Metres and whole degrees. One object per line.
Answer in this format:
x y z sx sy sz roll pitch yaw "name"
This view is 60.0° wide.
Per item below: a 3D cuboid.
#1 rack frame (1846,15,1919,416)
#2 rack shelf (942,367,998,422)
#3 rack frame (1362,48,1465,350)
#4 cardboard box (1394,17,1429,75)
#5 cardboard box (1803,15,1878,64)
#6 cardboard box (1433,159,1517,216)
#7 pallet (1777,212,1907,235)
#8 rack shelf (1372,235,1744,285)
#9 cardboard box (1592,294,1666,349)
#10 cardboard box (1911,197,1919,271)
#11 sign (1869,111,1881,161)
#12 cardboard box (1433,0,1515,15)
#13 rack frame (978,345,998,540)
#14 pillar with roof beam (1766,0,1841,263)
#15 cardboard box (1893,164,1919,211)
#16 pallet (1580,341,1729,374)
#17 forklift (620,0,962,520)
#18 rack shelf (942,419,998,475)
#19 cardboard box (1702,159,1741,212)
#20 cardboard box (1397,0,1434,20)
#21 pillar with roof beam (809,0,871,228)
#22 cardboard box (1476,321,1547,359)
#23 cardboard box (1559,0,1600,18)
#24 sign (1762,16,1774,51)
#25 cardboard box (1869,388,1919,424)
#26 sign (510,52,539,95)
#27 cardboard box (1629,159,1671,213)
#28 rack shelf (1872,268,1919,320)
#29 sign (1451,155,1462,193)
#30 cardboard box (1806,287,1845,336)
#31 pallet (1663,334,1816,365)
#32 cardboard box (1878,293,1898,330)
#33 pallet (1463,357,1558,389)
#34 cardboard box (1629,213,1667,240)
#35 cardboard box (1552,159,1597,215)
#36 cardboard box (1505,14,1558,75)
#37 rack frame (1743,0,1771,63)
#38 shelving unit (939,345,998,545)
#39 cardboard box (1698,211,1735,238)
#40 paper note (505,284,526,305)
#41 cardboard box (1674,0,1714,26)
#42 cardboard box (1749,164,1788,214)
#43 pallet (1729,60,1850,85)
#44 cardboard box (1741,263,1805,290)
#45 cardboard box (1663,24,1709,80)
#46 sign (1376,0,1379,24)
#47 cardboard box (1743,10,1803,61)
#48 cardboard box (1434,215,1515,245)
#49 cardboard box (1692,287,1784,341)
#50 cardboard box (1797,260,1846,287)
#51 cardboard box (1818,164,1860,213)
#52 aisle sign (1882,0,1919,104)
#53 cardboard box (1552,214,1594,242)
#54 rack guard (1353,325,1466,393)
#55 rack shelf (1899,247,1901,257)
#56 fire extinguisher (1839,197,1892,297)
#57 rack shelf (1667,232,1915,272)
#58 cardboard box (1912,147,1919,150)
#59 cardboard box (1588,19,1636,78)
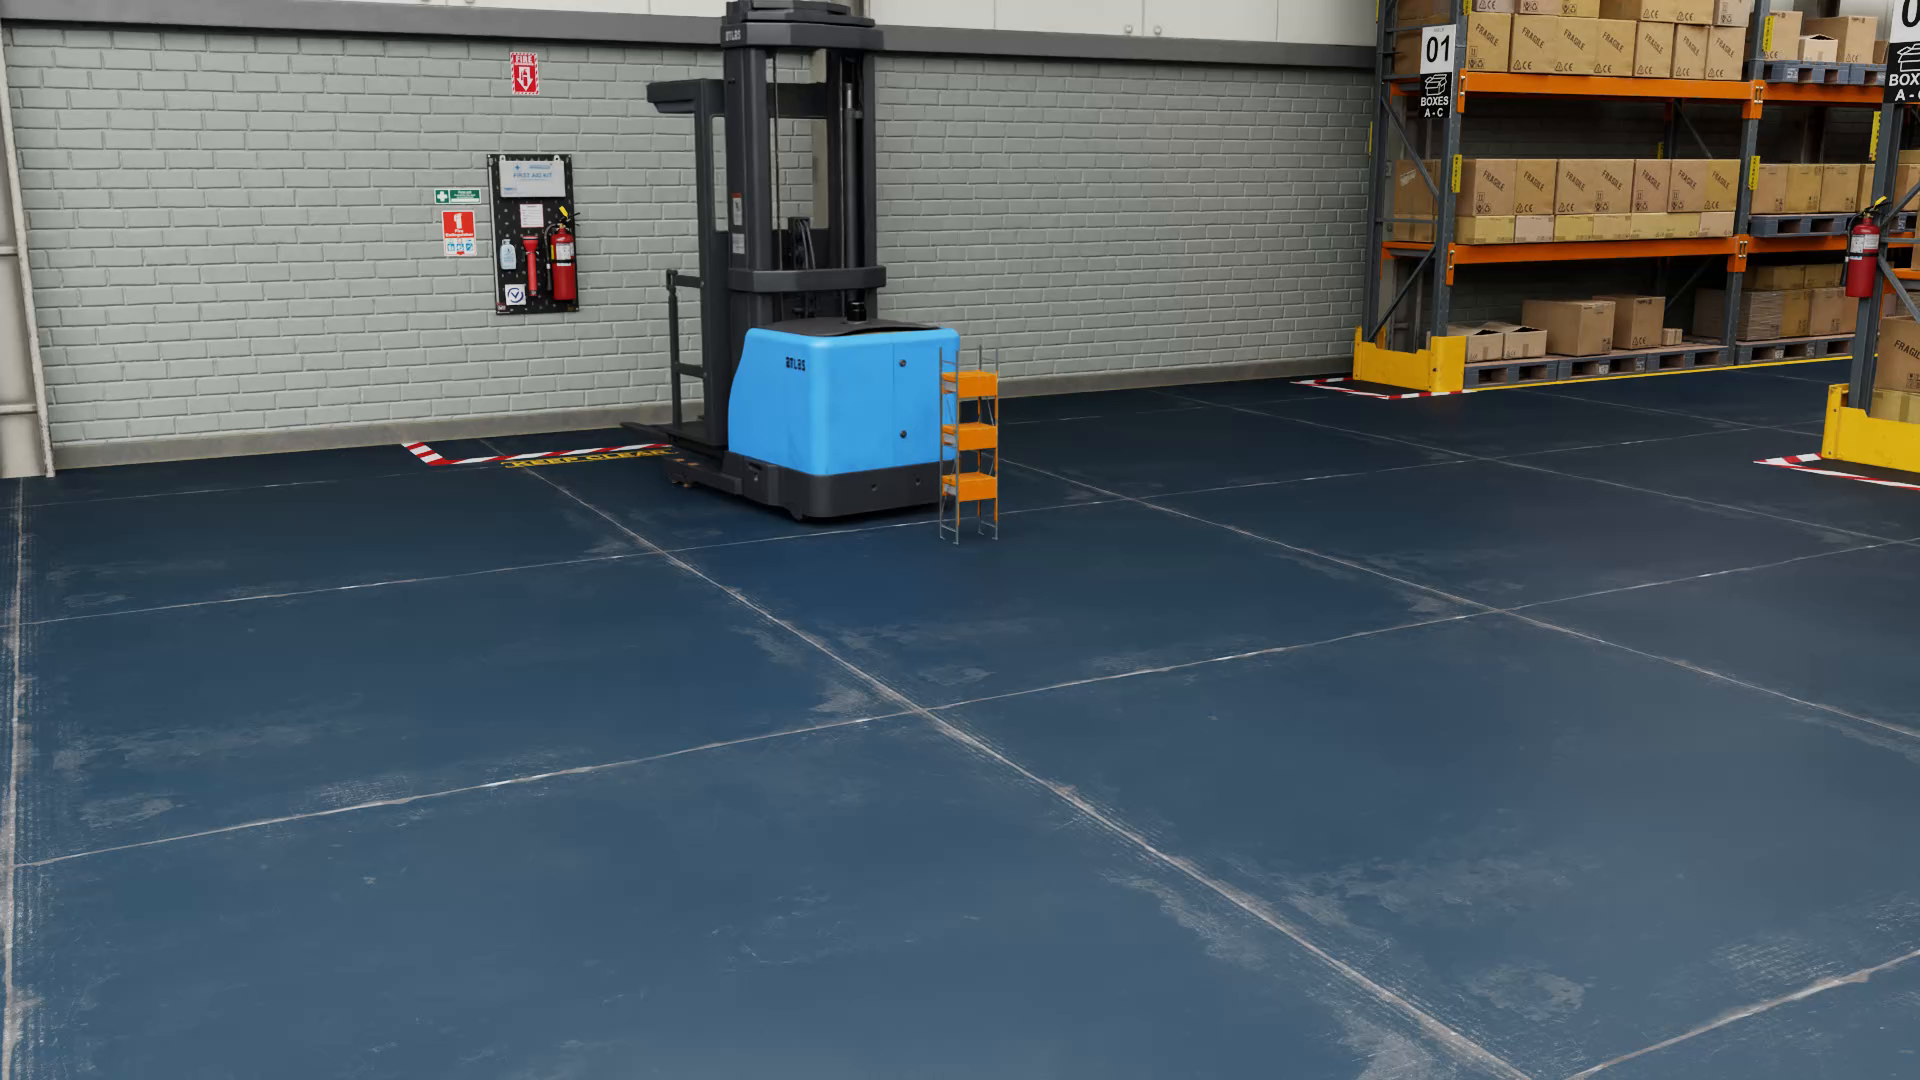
6.494 -1.960 10.986 0.127 3.000 1.000 -7 14 -28 "rack frame"
0.047 -0.784 8.959 0.240 0.259 0.215 -7 14 -28 "rack shelf"
4.117 -2.914 15.226 0.127 3.000 1.000 -7 14 -28 "rack frame"
4.362 -4.529 15.295 0.500 0.500 0.500 -6 14 -24 "cardboard box"
9.228 -5.224 17.473 0.500 0.500 0.500 -7 15 -30 "cardboard box"
4.680 -3.209 15.124 0.500 0.500 0.500 -7 14 -28 "cardboard box"
9.421 -3.446 18.026 1.213 0.211 1.003 -7 14 -28 "pallet"
5.872 -2.774 16.240 4.000 0.370 1.077 -7 14 -28 "rack shelf"
6.736 -2.213 16.802 0.500 0.500 0.500 -8 15 -32 "cardboard box"
6.910 -2.055 11.182 0.500 0.500 0.700 -7 14 -28 "cardboard box"
6.246 -2.746 11.304 0.005 0.325 0.100 -7 14 -28 "sign"
4.571 -4.918 14.746 0.500 0.500 0.500 -8 15 -32 "cardboard box"
0.154 -0.531 9.076 0.008 1.050 0.200 -7 14 -28 "rack frame"
11.646 -5.883 14.753 0.400 9.000 9.100 -7 14 -28 "pillar with roof beam"
10.253 -3.904 18.394 0.500 0.500 0.700 -8 15 -33 "cardboard box"
7.055 -1.897 17.058 1.213 0.211 1.003 -7 14 -28 "pallet"
-1.253 -1.813 10.488 1.130 2.935 3.031 -9 15 -35 "forklift"
0.047 -0.507 9.021 0.240 0.259 0.215 -7 14 -28 "rack shelf"
7.361 -3.528 16.542 0.500 0.500 0.500 -7 14 -28 "cardboard box"
4.370 -5.020 15.199 0.500 0.500 0.500 -6 14 -25 "cardboard box"
1.113 -4.620 9.144 0.400 9.000 9.100 -7 14 -28 "pillar with roof beam"
5.268 -1.932 15.986 0.500 0.311 0.500 -6 14 -23 "cardboard box"
5.480 -5.017 15.186 0.500 0.500 0.500 -6 14 -26 "cardboard box"
7.894 -4.947 16.249 0.005 0.325 0.100 -7 14 -28 "sign"
6.823 -0.937 11.745 0.500 0.250 0.500 -7 14 -28 "cardboard box"
-3.192 -3.420 12.194 0.199 0.298 0.001 -7 14 -28 "sign"
6.478 -3.423 16.077 0.500 0.500 0.500 -7 15 -29 "cardboard box"
8.249 -1.819 12.000 4.000 0.370 1.077 -7 14 -28 "rack shelf"
4.377 -3.232 14.666 0.005 0.325 0.100 -7 14 -28 "sign"
9.163 -2.521 18.169 0.500 0.500 0.700 -7 14 -27 "cardboard box"
8.310 -2.057 17.767 1.213 0.211 1.003 -7 14 -28 "pallet"
10.024 -2.633 18.669 0.500 0.500 0.700 -7 14 -28 "cardboard box"
4.914 -1.640 15.917 1.213 0.211 1.003 -7 14 -28 "pallet"
6.482 -3.057 16.155 0.500 0.250 0.500 -7 14 -28 "cardboard box"
5.575 -3.312 15.582 0.500 0.500 0.500 -7 15 -30 "cardboard box"
5.019 -4.473 15.046 0.500 0.500 0.500 -6 14 -24 "cardboard box"
7.628 -6.262 16.437 0.127 3.000 1.000 -7 14 -28 "rack frame"
0.047 -0.518 9.019 0.252 1.050 0.215 -7 14 -28 "shelving unit"
7.357 -3.163 16.629 0.500 0.250 0.500 -7 14 -28 "cardboard box"
-3.325 -1.836 12.440 0.142 0.148 0.016 -7 14 -28 "paper note"
6.839 -5.180 15.910 0.500 0.500 0.500 -6 14 -25 "cardboard box"
8.091 -3.645 17.245 0.500 0.500 0.700 -7 14 -28 "cardboard box"
8.221 -4.751 16.984 1.003 0.211 1.213 -7 14 -28 "pallet"
8.651 -2.823 17.807 0.500 0.250 0.500 -7 15 -29 "cardboard box"
6.853 -4.705 16.080 0.500 0.500 0.500 -8 15 -33 "cardboard box"
3.868 -4.919 15.284 0.005 0.325 0.100 -7 14 -28 "sign"
8.146 -5.094 16.896 0.500 0.500 0.500 -5 13 -20 "cardboard box"
4.697 -2.841 15.196 0.500 0.250 0.500 -7 15 -29 "cardboard box"
8.266 -2.411 17.680 0.500 0.500 0.700 -6 14 -26 "cardboard box"
9.552 -2.928 18.271 0.500 0.250 0.500 -7 14 -28 "cardboard box"
9.148 -3.778 17.835 0.500 0.500 0.700 -5 14 -20 "cardboard box"
6.295 -3.278 10.921 0.004 0.787 0.394 -7 14 -28 "aisle sign"
5.596 -2.951 15.684 0.500 0.250 0.500 -7 15 -29 "cardboard box"
4.184 -1.703 15.536 0.348 0.500 1.175 -7 14 -28 "rack guard"
12.894 -3.615 19.979 4.000 0.370 1.077 -7 14 -28 "rack shelf"
6.167 -1.999 11.337 0.183 0.674 0.296 -7 14 -28 "fire extinguisher"
9.383 -3.194 18.110 4.000 0.370 1.077 -7 14 -28 "rack shelf"
11.413 -4.423 19.271 0.500 0.250 0.500 -6 14 -26 "cardboard box"
5.933 -4.588 15.561 0.500 0.500 0.500 -6 14 -24 "cardboard box"
